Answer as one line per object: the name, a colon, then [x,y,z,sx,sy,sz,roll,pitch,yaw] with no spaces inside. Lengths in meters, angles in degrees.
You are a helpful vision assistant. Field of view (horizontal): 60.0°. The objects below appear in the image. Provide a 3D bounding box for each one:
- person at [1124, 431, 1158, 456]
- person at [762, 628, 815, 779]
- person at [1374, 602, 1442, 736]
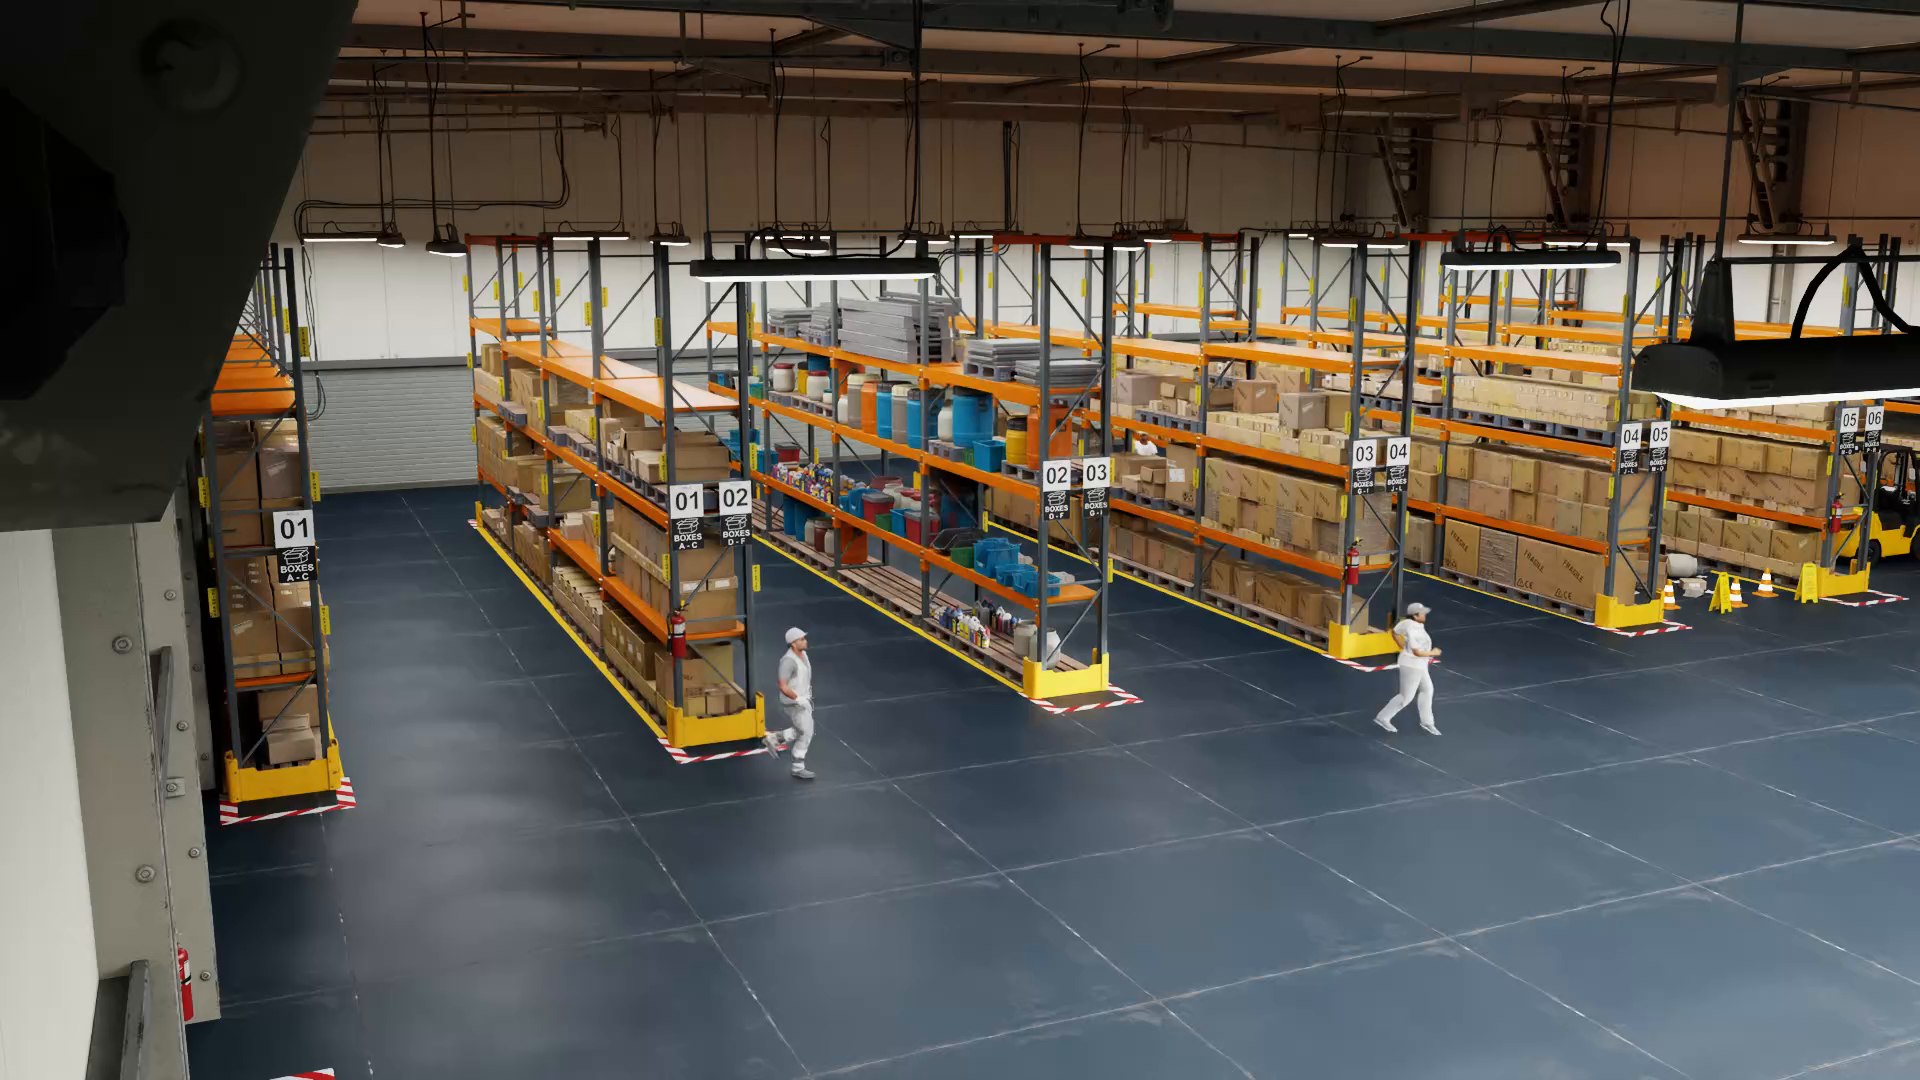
person: [3.999,-1.532,36.393,0.675,1.829,0.776,-5,12,-26]
person: [-1.957,1.846,19.034,0.670,1.755,0.680,2,11,11]
person: [5.566,1.606,20.526,0.835,1.716,0.609,2,11,11]
